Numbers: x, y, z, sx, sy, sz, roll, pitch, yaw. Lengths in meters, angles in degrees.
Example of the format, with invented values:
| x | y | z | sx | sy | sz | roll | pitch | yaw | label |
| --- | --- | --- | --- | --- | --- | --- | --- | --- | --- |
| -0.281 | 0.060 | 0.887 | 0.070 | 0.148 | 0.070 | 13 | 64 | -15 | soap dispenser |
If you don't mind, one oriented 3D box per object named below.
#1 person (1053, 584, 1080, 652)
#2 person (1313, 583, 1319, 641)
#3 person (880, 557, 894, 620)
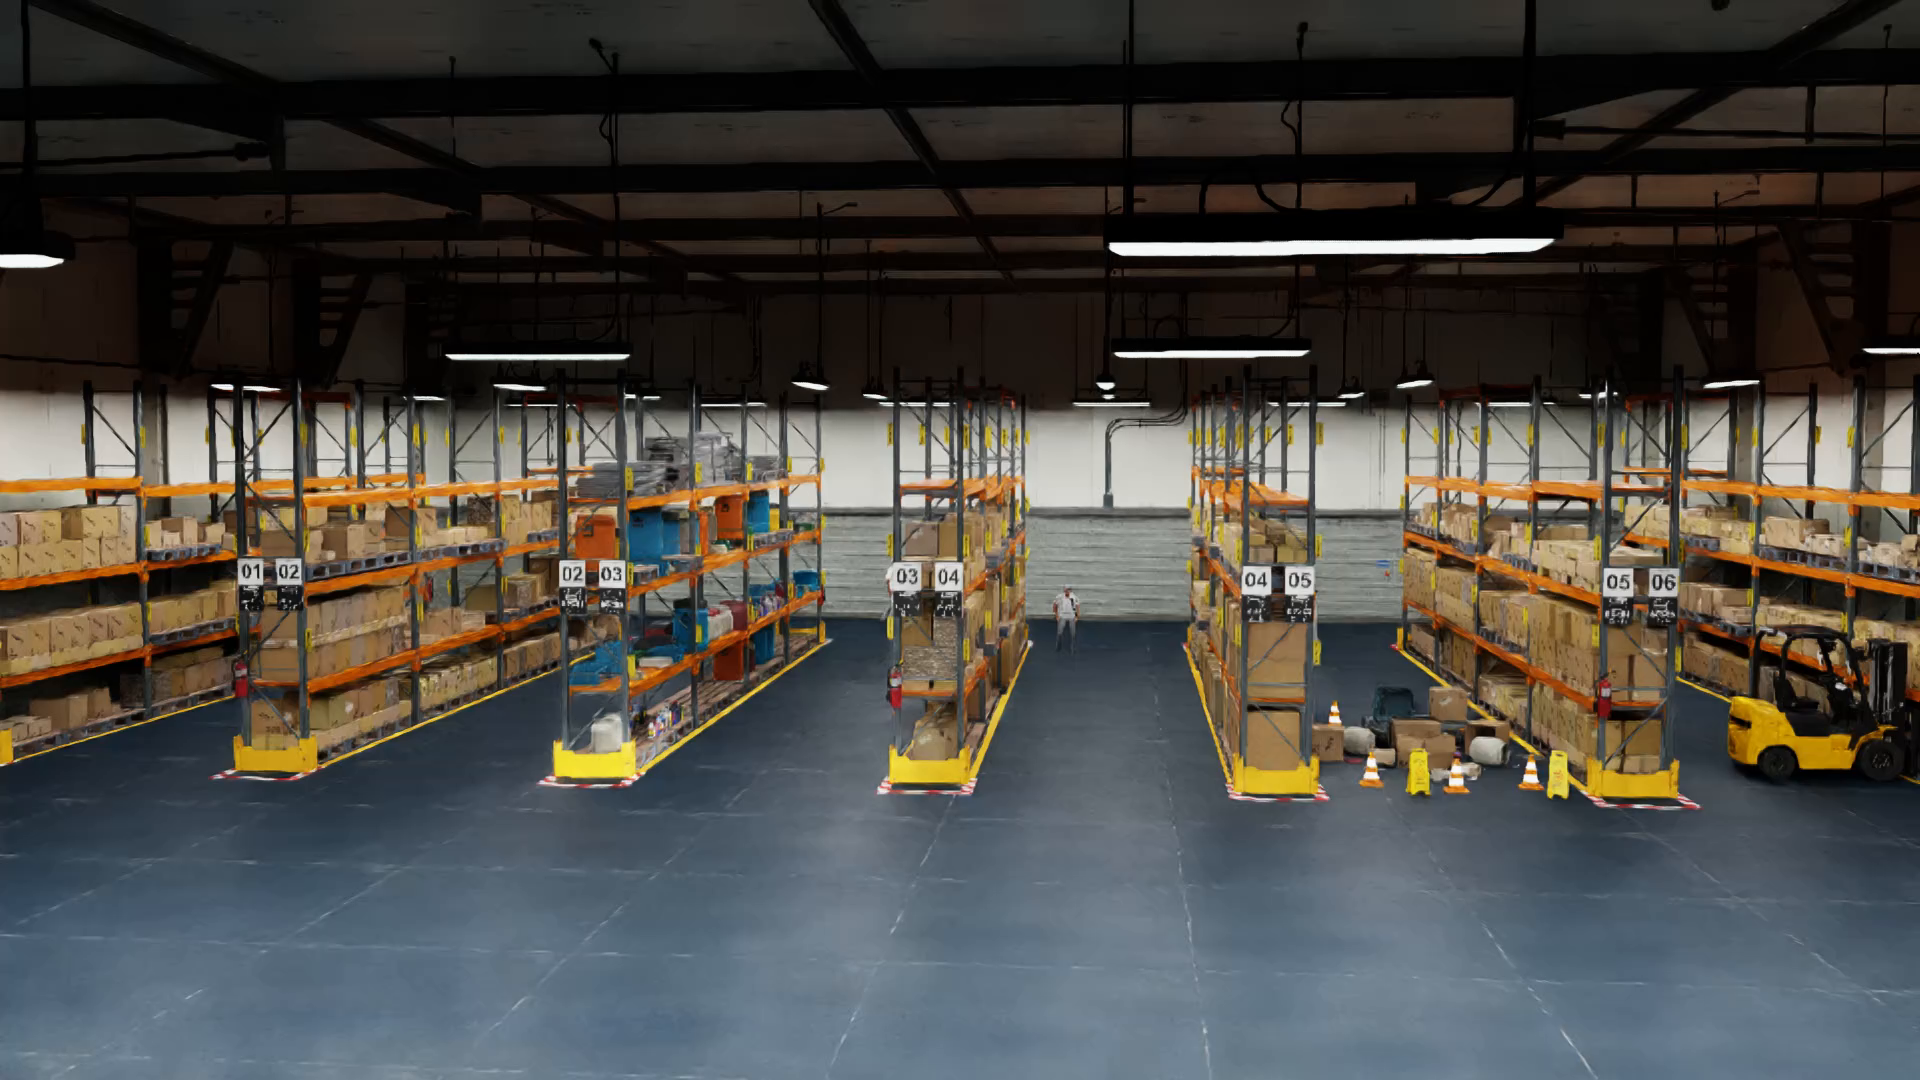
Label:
| x | y | z | sx | sy | sz | roll | pitch | yaw | label |
| --- | --- | --- | --- | --- | --- | --- | --- | --- | --- |
| 2.478 | 1.805 | 38.652 | 0.625 | 1.611 | 0.582 | 0 | 4 | 3 | person |
| 8.015 | 1.785 | 38.097 | 0.540 | 1.668 | 0.545 | 2 | 4 | 24 | person |
| -1.837 | 1.330 | 44.810 | 0.463 | 1.756 | 0.720 | 2 | 4 | 35 | person |
